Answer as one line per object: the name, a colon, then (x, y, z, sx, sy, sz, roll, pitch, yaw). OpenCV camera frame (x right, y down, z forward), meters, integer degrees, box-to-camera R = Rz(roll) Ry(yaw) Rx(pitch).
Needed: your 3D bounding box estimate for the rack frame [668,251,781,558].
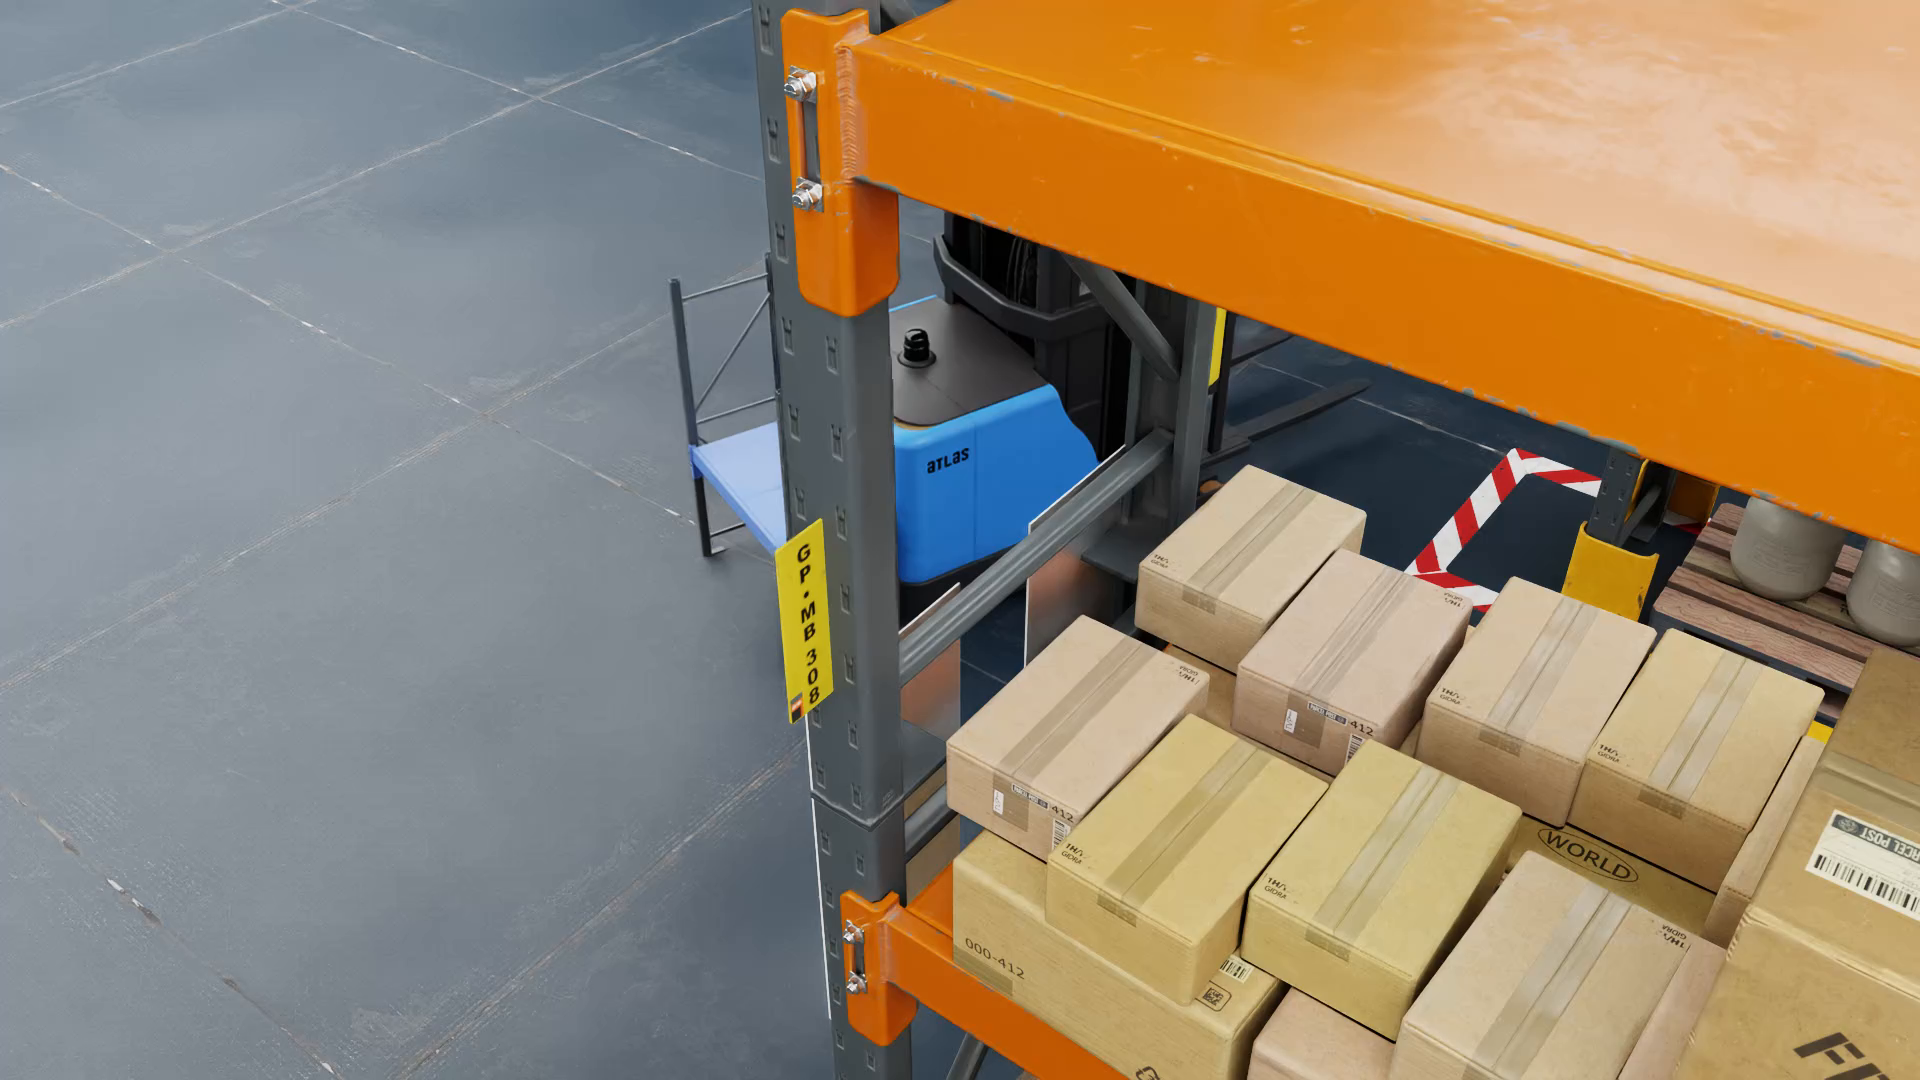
rack frame: (-1.026, -0.592, 7.650, 0.500, 1.500, 0.032, -21, 43, -24)

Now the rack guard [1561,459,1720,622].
rack guard: (3.209, -0.056, 7.777, 0.348, 0.500, 1.175, 25, 45, 29)

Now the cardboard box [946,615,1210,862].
cardboard box: (0.189, 0.317, 2.638, 0.250, 0.149, 0.380, 25, 44, 28)

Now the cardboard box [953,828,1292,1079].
cardboard box: (0.336, 0.564, 2.645, 0.500, 0.250, 0.500, 27, 45, 30)

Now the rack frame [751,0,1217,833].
rack frame: (0.111, -0.983, 2.067, 0.127, 3.000, 1.000, 25, 45, 29)

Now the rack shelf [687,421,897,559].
rack shelf: (-0.760, -0.183, 7.420, 0.538, 0.185, 1.000, -21, 43, -24)

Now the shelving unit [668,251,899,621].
shelving unit: (-0.760, -0.325, 7.309, 0.538, 1.500, 1.048, -21, 43, -24)

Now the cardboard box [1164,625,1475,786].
cardboard box: (0.648, 0.313, 2.966, 0.500, 0.250, 0.500, 26, 45, 30)

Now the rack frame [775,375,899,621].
rack frame: (-0.494, -0.058, 6.968, 0.500, 1.500, 0.032, -21, 43, -24)

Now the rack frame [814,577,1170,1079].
rack frame: (0.111, 1.379, 3.916, 0.127, 3.000, 1.000, 25, 45, 29)

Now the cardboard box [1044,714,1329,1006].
cardboard box: (0.336, 0.461, 2.454, 0.250, 0.149, 0.380, 26, 45, 29)

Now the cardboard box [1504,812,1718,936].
cardboard box: (1.046, 0.499, 2.729, 0.500, 0.250, 0.500, 26, 45, 29)

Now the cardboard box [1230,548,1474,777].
cardboard box: (0.656, 0.206, 2.779, 0.250, 0.149, 0.380, 24, 44, 27)

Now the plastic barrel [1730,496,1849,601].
plastic barrel: (3.689, -0.023, 7.384, 0.421, 0.512, 0.421, 0, 38, 0)

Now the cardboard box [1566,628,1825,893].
cardboard box: (1.154, 0.337, 2.612, 0.250, 0.149, 0.380, 26, 45, 29)

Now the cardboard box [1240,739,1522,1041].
cardboard box: (0.612, 0.495, 2.410, 0.250, 0.149, 0.380, 24, 44, 28)

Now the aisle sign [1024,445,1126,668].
aisle sign: (0.244, 0.185, 3.332, 0.004, 0.787, 0.394, 25, 45, 29)

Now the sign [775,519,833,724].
sign: (-0.219, 0.120, 2.382, 0.005, 0.325, 0.100, 25, 45, 29)

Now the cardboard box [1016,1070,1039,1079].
cardboard box: (0.382, 1.168, 3.052, 0.500, 0.500, 0.500, 25, 45, 29)

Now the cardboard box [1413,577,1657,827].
cardboard box: (0.940, 0.255, 2.717, 0.250, 0.149, 0.380, 23, 44, 27)

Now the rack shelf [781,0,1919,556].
rack shelf: (1.699, 0.051, 1.333, 4.000, 0.370, 1.077, 25, 45, 29)

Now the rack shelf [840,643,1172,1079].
rack shelf: (1.699, 1.230, 2.256, 4.000, 0.370, 1.077, 25, 45, 29)

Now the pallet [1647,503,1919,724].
pallet: (3.851, 0.364, 7.474, 1.213, 0.211, 1.003, 25, 45, 29)

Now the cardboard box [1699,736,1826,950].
cardboard box: (1.275, 0.491, 2.415, 0.250, 0.149, 0.380, 26, 45, 29)

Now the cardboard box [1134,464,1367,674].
cardboard box: (0.521, 0.051, 2.977, 0.250, 0.149, 0.380, 25, 45, 29)

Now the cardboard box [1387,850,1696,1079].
cardboard box: (0.785, 0.632, 2.235, 0.250, 0.149, 0.380, 27, 46, 30)

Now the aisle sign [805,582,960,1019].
aisle sign: (-0.121, 0.479, 2.957, 0.004, 0.787, 0.394, 25, 45, 29)

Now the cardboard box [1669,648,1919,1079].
cardboard box: (1.126, 0.533, 1.836, 0.500, 0.500, 0.500, 25, 44, 28)

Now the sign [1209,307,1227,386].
sign: (0.464, -0.415, 3.056, 0.005, 0.325, 0.100, 25, 45, 29)

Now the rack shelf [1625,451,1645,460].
rack shelf: (4.708, -0.014, 6.279, 4.000, 0.370, 1.077, 25, 45, 29)

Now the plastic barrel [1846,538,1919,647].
plastic barrel: (4.087, 0.165, 7.144, 0.421, 0.512, 0.421, 0, 38, 0)

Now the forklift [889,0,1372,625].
forklift: (0.740, -1.467, 7.607, 3.031, 2.935, 1.130, -22, 43, -26)

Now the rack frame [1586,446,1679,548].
rack frame: (3.120, -1.046, 7.014, 0.127, 3.000, 1.000, 25, 45, 29)

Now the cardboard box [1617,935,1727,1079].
cardboard box: (0.975, 0.725, 2.116, 0.250, 0.149, 0.380, 25, 45, 28)

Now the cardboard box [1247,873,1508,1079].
cardboard box: (0.750, 0.754, 2.402, 0.500, 0.250, 0.500, 24, 44, 28)
